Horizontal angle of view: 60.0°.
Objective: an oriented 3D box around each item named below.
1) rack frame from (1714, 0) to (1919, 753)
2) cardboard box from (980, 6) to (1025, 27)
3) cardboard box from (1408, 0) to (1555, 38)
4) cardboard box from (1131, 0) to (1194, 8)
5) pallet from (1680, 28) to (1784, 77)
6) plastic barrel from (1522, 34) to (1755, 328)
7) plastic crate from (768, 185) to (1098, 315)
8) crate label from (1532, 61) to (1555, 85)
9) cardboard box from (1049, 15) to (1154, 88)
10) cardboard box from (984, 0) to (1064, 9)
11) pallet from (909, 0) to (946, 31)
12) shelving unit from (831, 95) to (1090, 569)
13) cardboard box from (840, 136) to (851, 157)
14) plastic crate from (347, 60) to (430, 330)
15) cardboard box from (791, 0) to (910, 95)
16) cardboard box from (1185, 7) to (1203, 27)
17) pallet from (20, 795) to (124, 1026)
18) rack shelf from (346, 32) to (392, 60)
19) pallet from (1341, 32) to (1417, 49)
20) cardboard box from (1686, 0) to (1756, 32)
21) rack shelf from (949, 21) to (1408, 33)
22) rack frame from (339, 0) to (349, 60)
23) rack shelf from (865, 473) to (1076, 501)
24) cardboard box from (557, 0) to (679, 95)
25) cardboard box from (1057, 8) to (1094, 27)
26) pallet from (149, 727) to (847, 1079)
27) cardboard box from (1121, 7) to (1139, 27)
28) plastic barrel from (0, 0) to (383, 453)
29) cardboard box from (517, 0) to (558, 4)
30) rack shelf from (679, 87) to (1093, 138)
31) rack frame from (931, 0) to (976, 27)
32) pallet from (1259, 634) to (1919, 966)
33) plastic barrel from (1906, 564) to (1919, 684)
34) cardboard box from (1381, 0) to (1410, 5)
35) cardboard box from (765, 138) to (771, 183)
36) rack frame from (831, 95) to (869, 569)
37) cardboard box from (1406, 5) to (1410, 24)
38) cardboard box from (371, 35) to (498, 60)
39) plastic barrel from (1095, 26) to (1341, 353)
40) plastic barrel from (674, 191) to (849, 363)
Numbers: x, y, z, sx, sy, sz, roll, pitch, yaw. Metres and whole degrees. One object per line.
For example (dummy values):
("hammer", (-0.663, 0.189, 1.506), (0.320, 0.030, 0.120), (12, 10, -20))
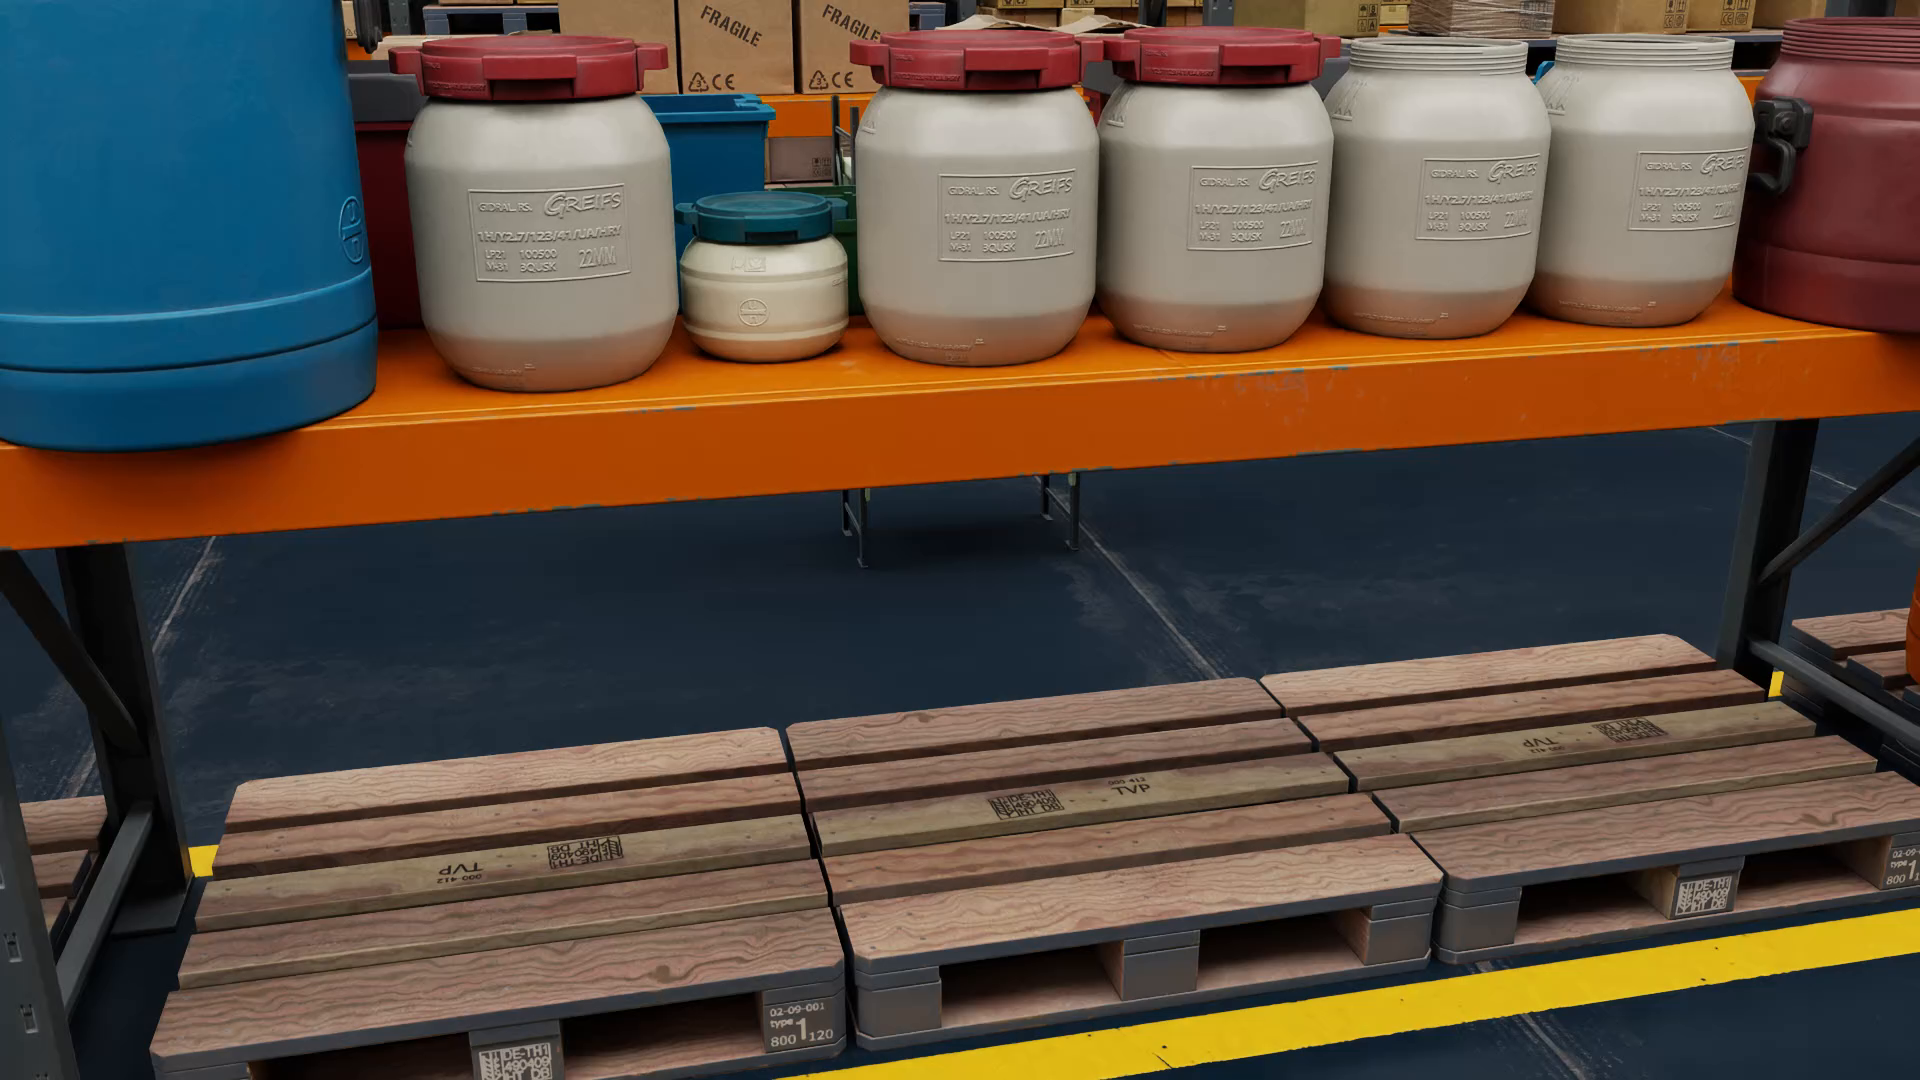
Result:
("rack frame", (2.226, -0.793, 3.618), (0.127, 3.000, 1.000), (-5, 21, -12))
("cardboard box", (0.320, -3.949, 12.570), (0.250, 0.149, 0.380), (-5, 21, -13))
("cardboard box", (2.611, -2.791, 8.318), (0.500, 0.500, 0.700), (-1, 20, -2))
("cardboard box", (1.473, -4.335, 12.681), (0.500, 0.500, 0.500), (-5, 21, -13))
("pallet", (4.180, -2.651, 8.969), (1.213, 0.211, 1.003), (-5, 21, -12))
("plastic barrel", (1.274, -0.692, 3.181), (0.421, 0.512, 0.421), (0, 20, 0))
("plastic crate", (-0.036, -0.609, 3.424), (0.662, 0.188, 0.450), (-5, 21, -12))
("crate label", (1.197, -0.821, 3.644), (0.616, 0.435, 0.502), (-5, 21, -12))
("cardboard box", (0.726, -2.395, 8.122), (0.500, 0.311, 0.500), (-3, 20, -9))
("cardboard box", (0.478, -4.258, 12.470), (0.500, 0.500, 0.500), (-4, 21, -11))
("pallet", (-0.722, -3.927, 12.452), (1.003, 0.211, 1.213), (-5, 21, -12))
("shelving unit", (-0.006, -0.704, 5.555), (0.755, 1.500, 0.431), (-5, 21, -12))
("cardboard box", (-0.742, -3.067, 12.822), (0.500, 0.500, 0.700), (-4, 21, -12))
("plastic crate", (-1.265, -0.647, 3.127), (0.583, 0.464, 0.402), (-5, 21, -12))
("cardboard box", (-0.539, -2.360, 7.750), (0.500, 0.500, 0.500), (-6, 21, -15))
("cardboard box", (1.811, -4.074, 12.911), (0.250, 0.149, 0.380), (-5, 21, -12))
("pallet", (-2.329, 0.872, 3.126), (1.213, 0.211, 1.003), (-5, 21, -12))
("rack shelf", (-5.892, -3.296, 11.498), (4.000, 0.370, 1.077), (-5, 21, -12))
("pallet", (1.734, -2.438, 8.389), (1.003, 0.211, 1.213), (-5, 21, -12))
("cardboard box", (3.816, -2.974, 8.815), (0.500, 0.500, 0.700), (-1, 20, -4))
("rack shelf", (1.893, -3.929, 13.227), (4.000, 0.370, 1.077), (-5, 21, -12))
("rack frame", (-2.802, -2.135, 7.281), (0.127, 3.000, 1.000), (-5, 21, -12))
("rack shelf", (-0.006, -0.398, 5.667), (0.720, 0.370, 0.431), (-5, 21, -12))
("cardboard box", (-1.539, -2.278, 7.528), (0.500, 0.500, 0.500), (-3, 20, -9))
("cardboard box", (0.846, -3.959, 12.597), (0.250, 0.149, 0.380), (-4, 20, -11))
("pallet", (-0.911, 0.758, 3.438), (1.213, 0.211, 1.003), (-5, 21, -12))
("cardboard box", (1.313, -4.043, 12.828), (0.250, 0.149, 0.380), (-4, 21, -11))
("plastic barrel", (-1.221, -0.641, 2.474), (0.708, 0.901, 0.600), (-5, 21, -12))
("cardboard box", (-2.897, -4.117, 11.907), (0.500, 0.500, 0.700), (-3, 20, -7))
("rack shelf", (-0.856, -1.955, 7.837), (4.000, 0.370, 1.077), (-5, 21, -12))
("rack frame", (-0.053, -4.109, 12.671), (0.127, 3.000, 1.000), (-5, 21, -12))
("pallet", (1.464, 0.565, 3.966), (1.213, 0.211, 1.003), (-5, 21, -12))
("plastic barrel", (2.699, -0.015, 4.040), (0.708, 0.830, 0.600), (-5, 21, -12))
("cardboard box", (3.448, -4.501, 13.133), (0.500, 0.500, 0.500), (-5, 21, -13))
("cardboard box", (-1.747, -3.017, 12.684), (0.500, 0.500, 0.700), (-5, 21, -13))
("rack frame", (-0.363, -0.675, 5.476), (0.023, 1.500, 0.400), (-5, 21, -12))
("cardboard box", (3.576, -4.195, 13.243), (0.250, 0.149, 0.380), (-4, 21, -12))
("cardboard box", (-2.333, -2.118, 7.453), (0.500, 0.250, 0.500), (-3, 20, -9))
("plastic barrel", (0.450, -0.635, 2.989), (0.433, 0.535, 0.433), (0, 20, 0))
("plastic barrel", (-0.343, -0.465, 2.923), (0.301, 0.262, 0.301), (0, 20, 0))
